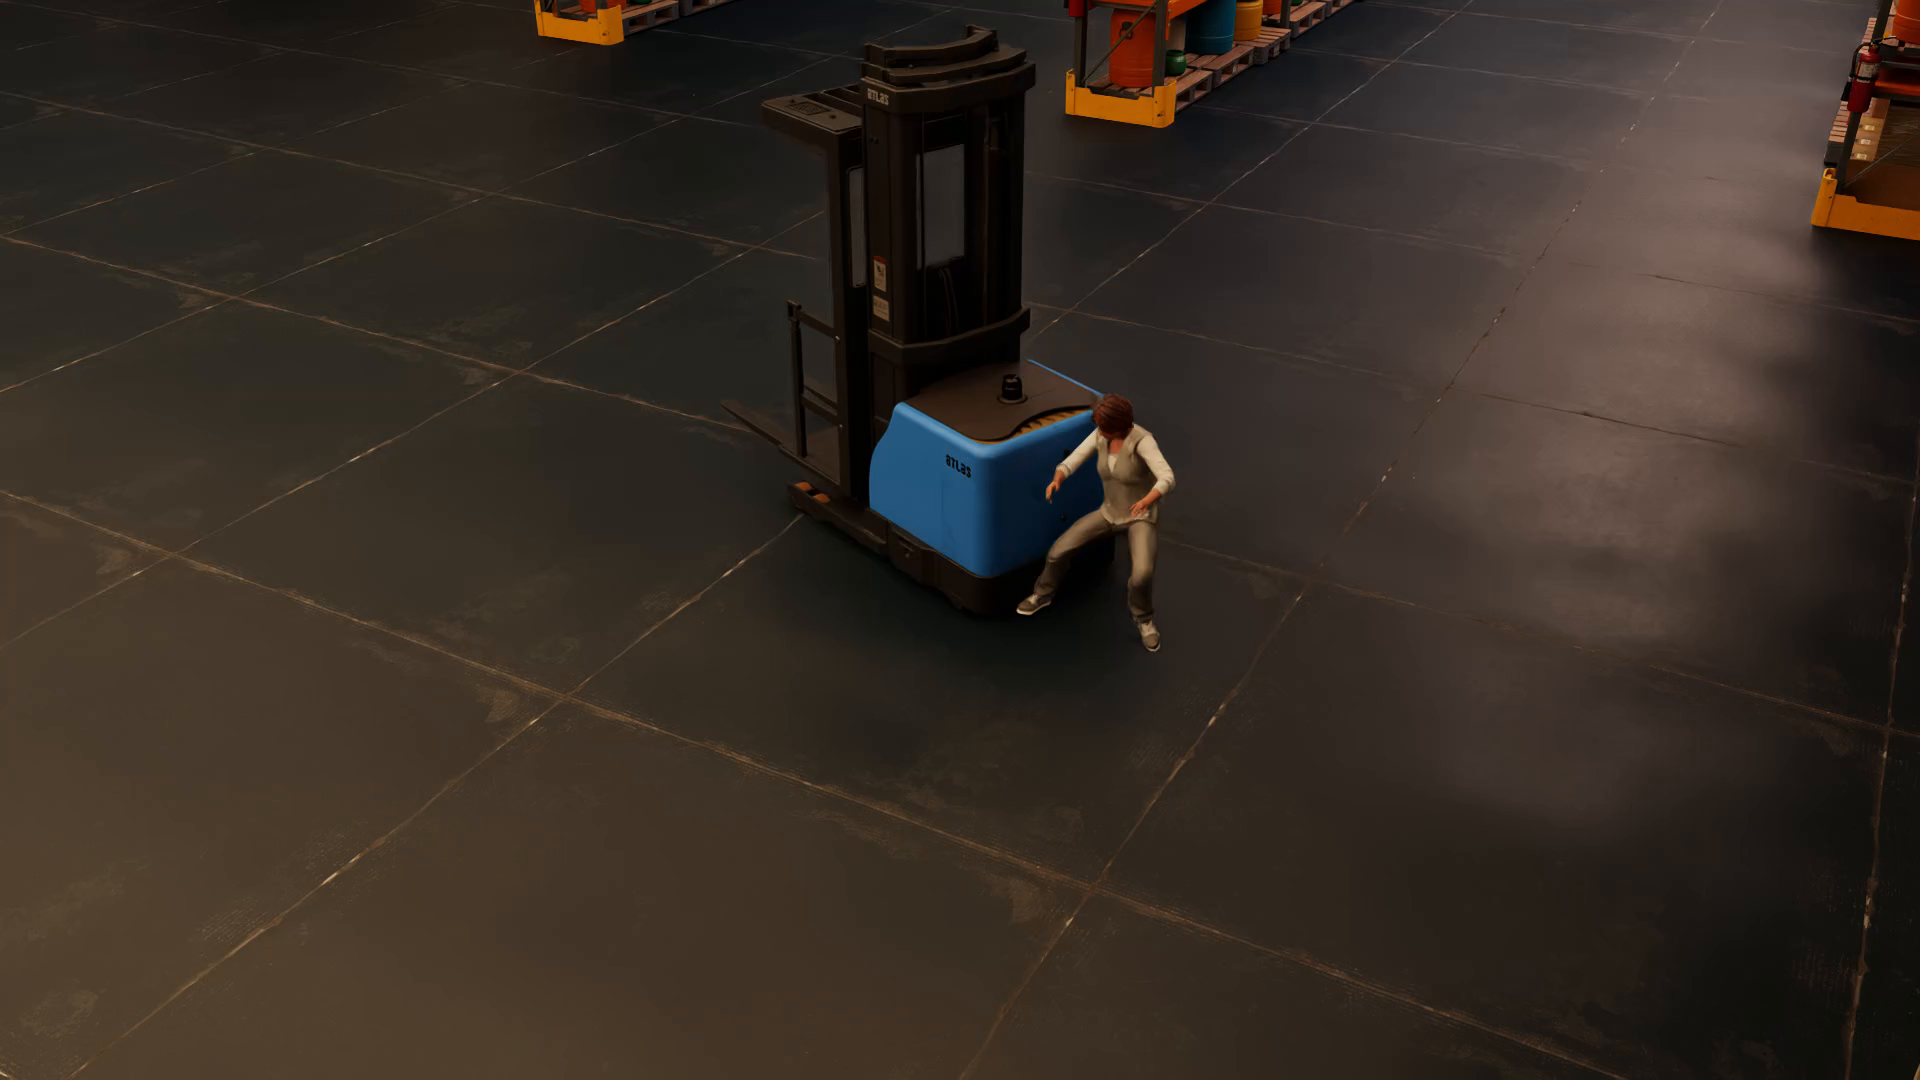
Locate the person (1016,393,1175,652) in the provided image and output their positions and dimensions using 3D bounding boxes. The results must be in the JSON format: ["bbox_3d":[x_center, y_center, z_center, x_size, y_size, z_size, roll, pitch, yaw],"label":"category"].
[{"bbox_3d":[0.747,-0.099,8.809,0.857,1.353,0.678,26,39,37],"label":"person"}]

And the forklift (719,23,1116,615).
[{"bbox_3d":[-0.414,-1.527,9.716,1.130,2.935,3.031,-22,37,-33],"label":"forklift"}]
